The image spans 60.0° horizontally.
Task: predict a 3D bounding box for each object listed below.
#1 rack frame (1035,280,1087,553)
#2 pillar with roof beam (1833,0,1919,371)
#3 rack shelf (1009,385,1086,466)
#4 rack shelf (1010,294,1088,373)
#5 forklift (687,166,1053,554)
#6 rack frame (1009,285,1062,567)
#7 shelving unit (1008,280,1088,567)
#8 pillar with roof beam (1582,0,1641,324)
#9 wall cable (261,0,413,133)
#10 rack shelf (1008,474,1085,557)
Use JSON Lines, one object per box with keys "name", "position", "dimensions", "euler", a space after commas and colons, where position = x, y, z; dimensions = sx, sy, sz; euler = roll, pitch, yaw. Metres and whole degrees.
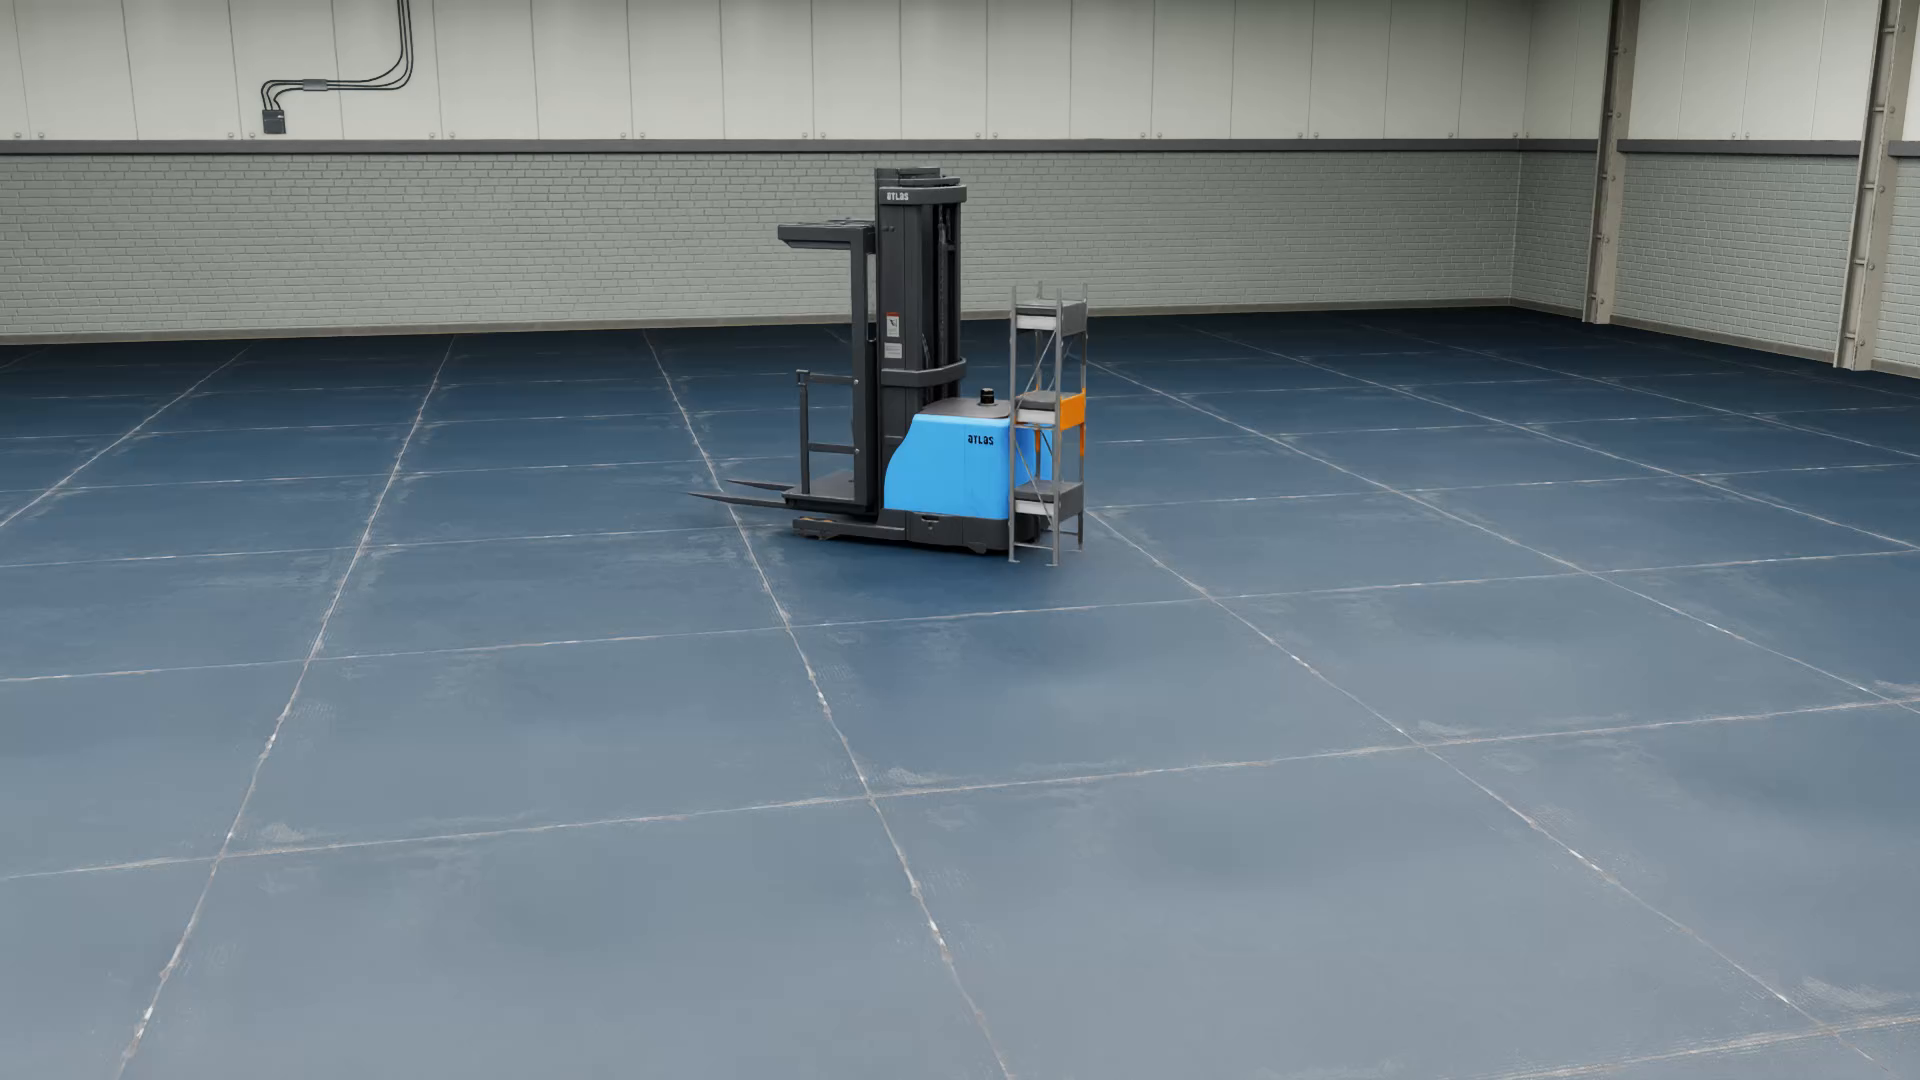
{"name": "rack frame", "position": [0.777, -0.939, 12.847], "dimensions": [0.400, 2.100, 0.015], "euler": [7, 15, 26]}
{"name": "pillar with roof beam", "position": [8.290, -6.530, 21.195], "dimensions": [9.100, 9.000, 0.400], "euler": [-3, 14, -13]}
{"name": "rack shelf", "position": [0.668, -0.874, 12.638], "dimensions": [0.431, 0.518, 0.480], "euler": [7, 15, 26]}
{"name": "rack shelf", "position": [0.668, -1.554, 12.472], "dimensions": [0.431, 0.518, 0.480], "euler": [7, 15, 26]}
{"name": "forklift", "position": [-0.803, -1.529, 13.508], "dimensions": [3.031, 2.935, 1.130], "euler": [6, 15, 23]}
{"name": "rack frame", "position": [0.559, -0.836, 12.423], "dimensions": [0.400, 2.100, 0.015], "euler": [7, 15, 26]}
{"name": "shelving unit", "position": [0.668, -0.887, 12.635], "dimensions": [0.431, 2.100, 0.503], "euler": [7, 15, 26]}
{"name": "pillar with roof beam", "position": [6.881, -7.914, 26.860], "dimensions": [9.100, 9.000, 0.400], "euler": [-3, 14, -13]}
{"name": "wall cable", "position": [-9.729, -9.329, 25.486], "dimensions": [2.305, 6.003, 0.169], "euler": [-3, 14, -13]}
{"name": "rack shelf", "position": [0.668, -0.194, 12.804], "dimensions": [0.431, 0.518, 0.480], "euler": [7, 15, 26]}
